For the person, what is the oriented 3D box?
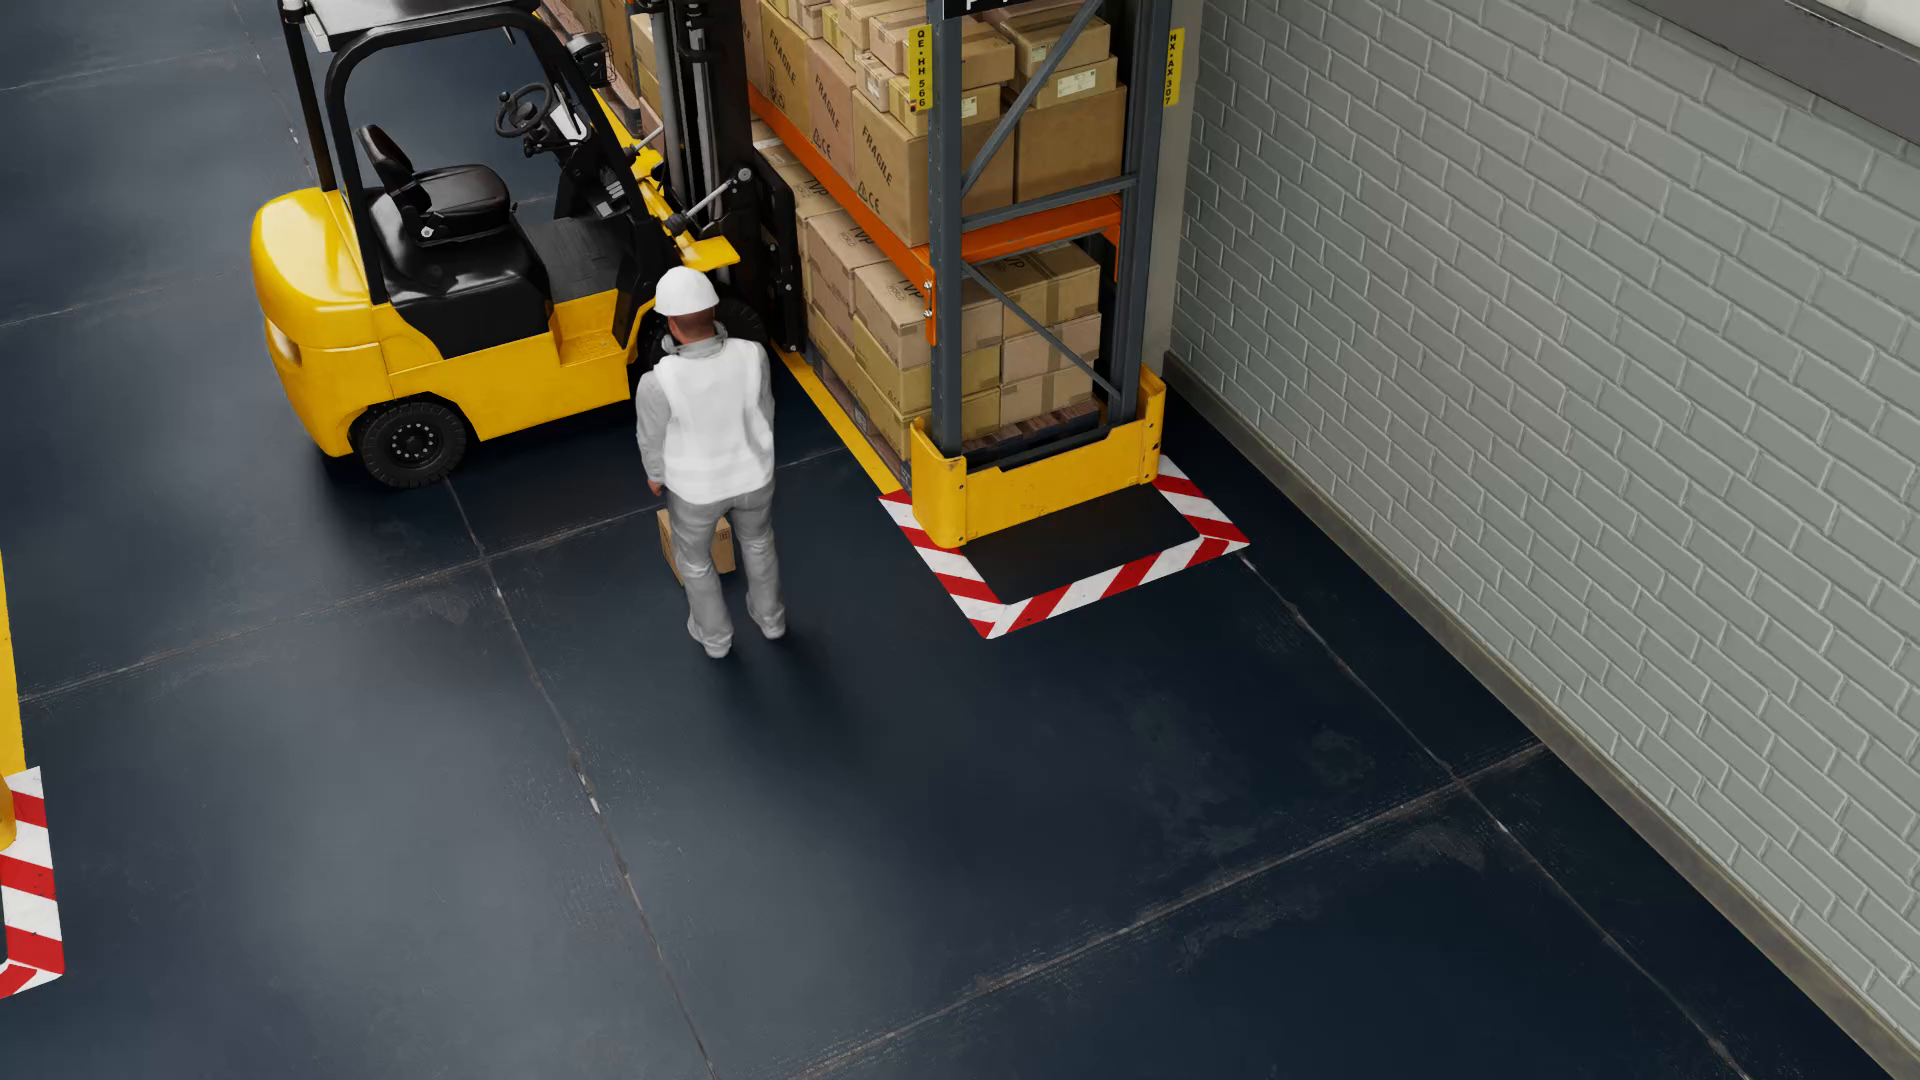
[{"bbox_3d":[-1.039,-0.015,6.933,0.498,0.790,0.990,-20,45,-21],"label":"person"}]
